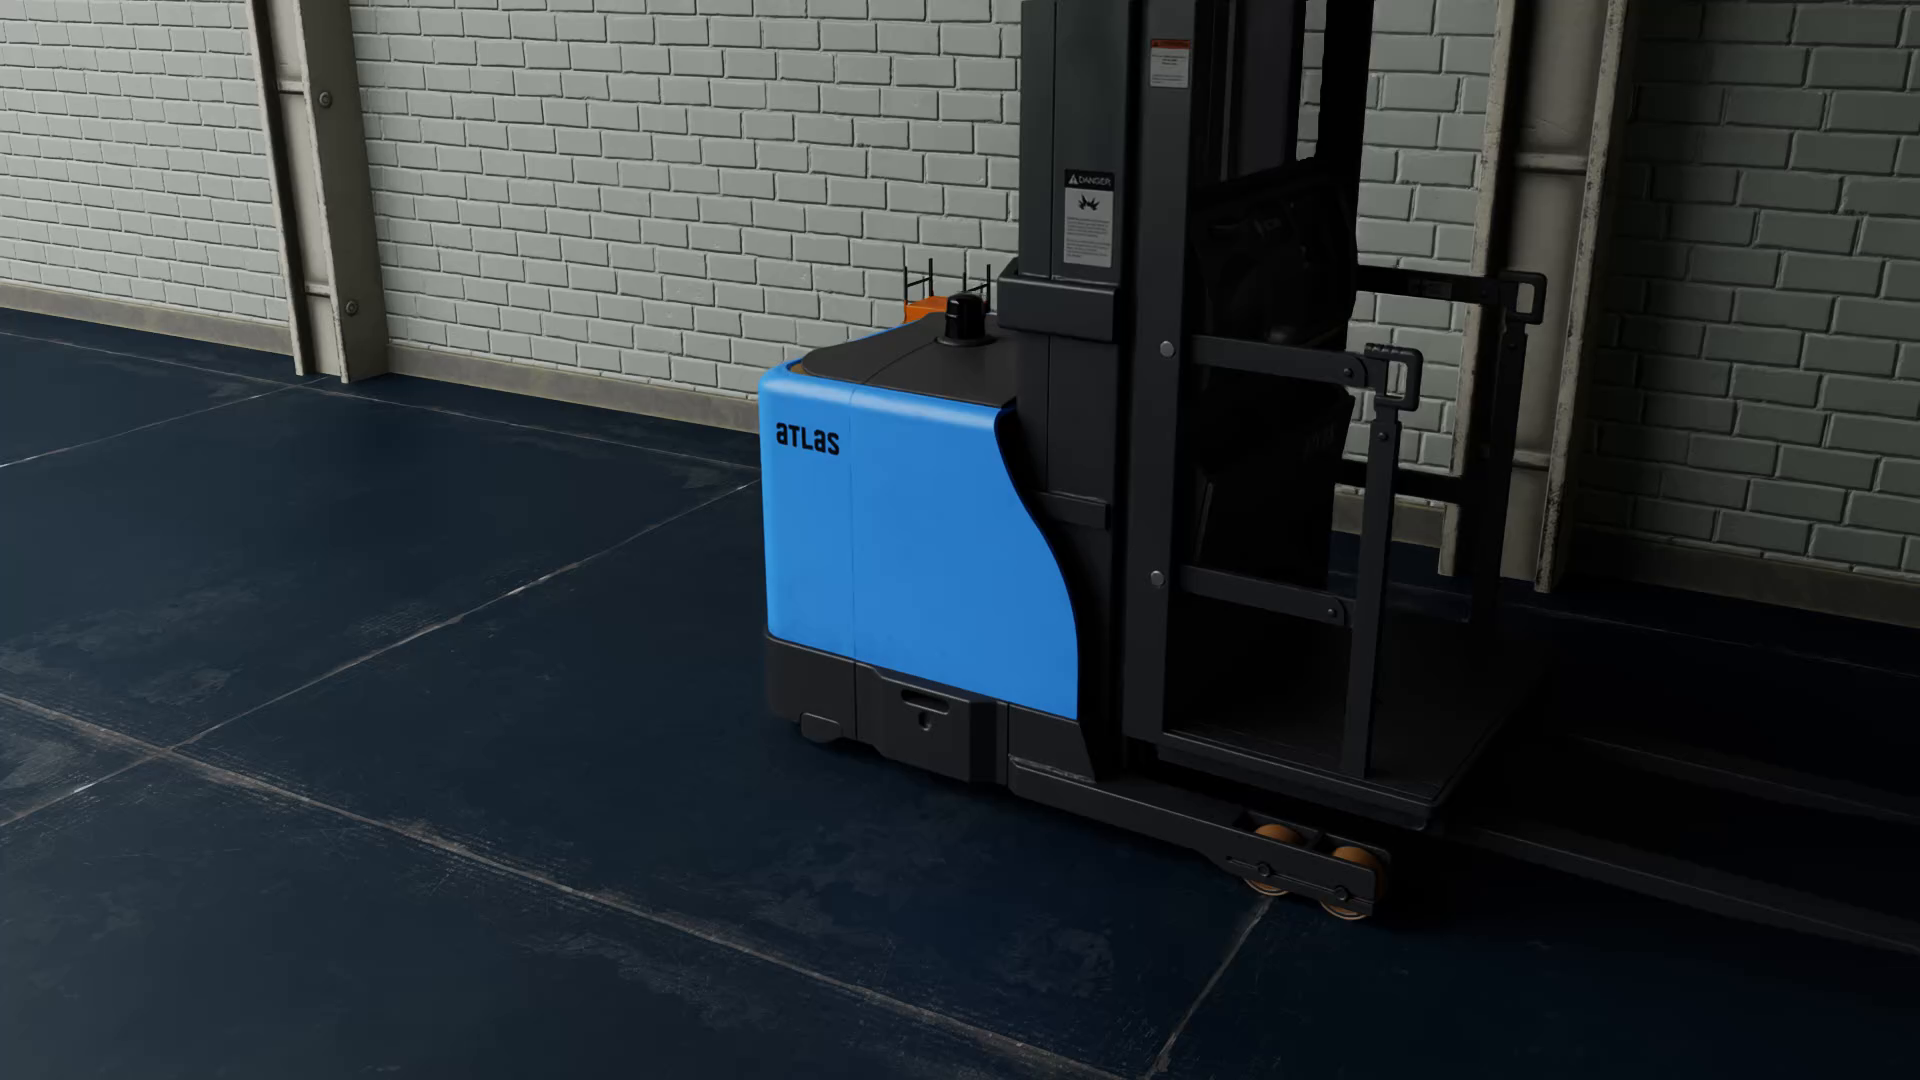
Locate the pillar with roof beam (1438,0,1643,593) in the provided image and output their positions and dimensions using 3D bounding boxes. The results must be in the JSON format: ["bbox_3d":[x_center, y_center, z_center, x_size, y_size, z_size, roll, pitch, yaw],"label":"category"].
[{"bbox_3d":[-0.121,-2.839,0.994,0.400,9.000,9.100,11,23,27],"label":"pillar with roof beam"}]

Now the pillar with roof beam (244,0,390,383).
[{"bbox_3d":[-5.359,-3.836,3.745,0.400,9.000,9.100,11,23,27],"label":"pillar with roof beam"}]

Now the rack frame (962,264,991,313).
[{"bbox_3d":[0.060,-0.482,6.155,0.008,1.050,0.200,11,23,27],"label":"rack frame"}]

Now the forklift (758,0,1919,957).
[{"bbox_3d":[0.953,-0.692,3.975,3.031,2.935,1.130,12,23,31],"label":"forklift"}]

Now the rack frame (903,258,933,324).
[{"bbox_3d":[-0.153,-0.523,6.266,0.008,1.050,0.200,11,23,27],"label":"rack frame"}]

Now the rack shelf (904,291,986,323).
[{"bbox_3d":[-0.047,-0.759,6.117,0.240,0.259,0.215,11,23,27],"label":"rack shelf"}]

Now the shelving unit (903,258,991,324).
[{"bbox_3d":[-0.047,-0.502,6.211,0.252,1.050,0.215,11,23,27],"label":"shelving unit"}]
